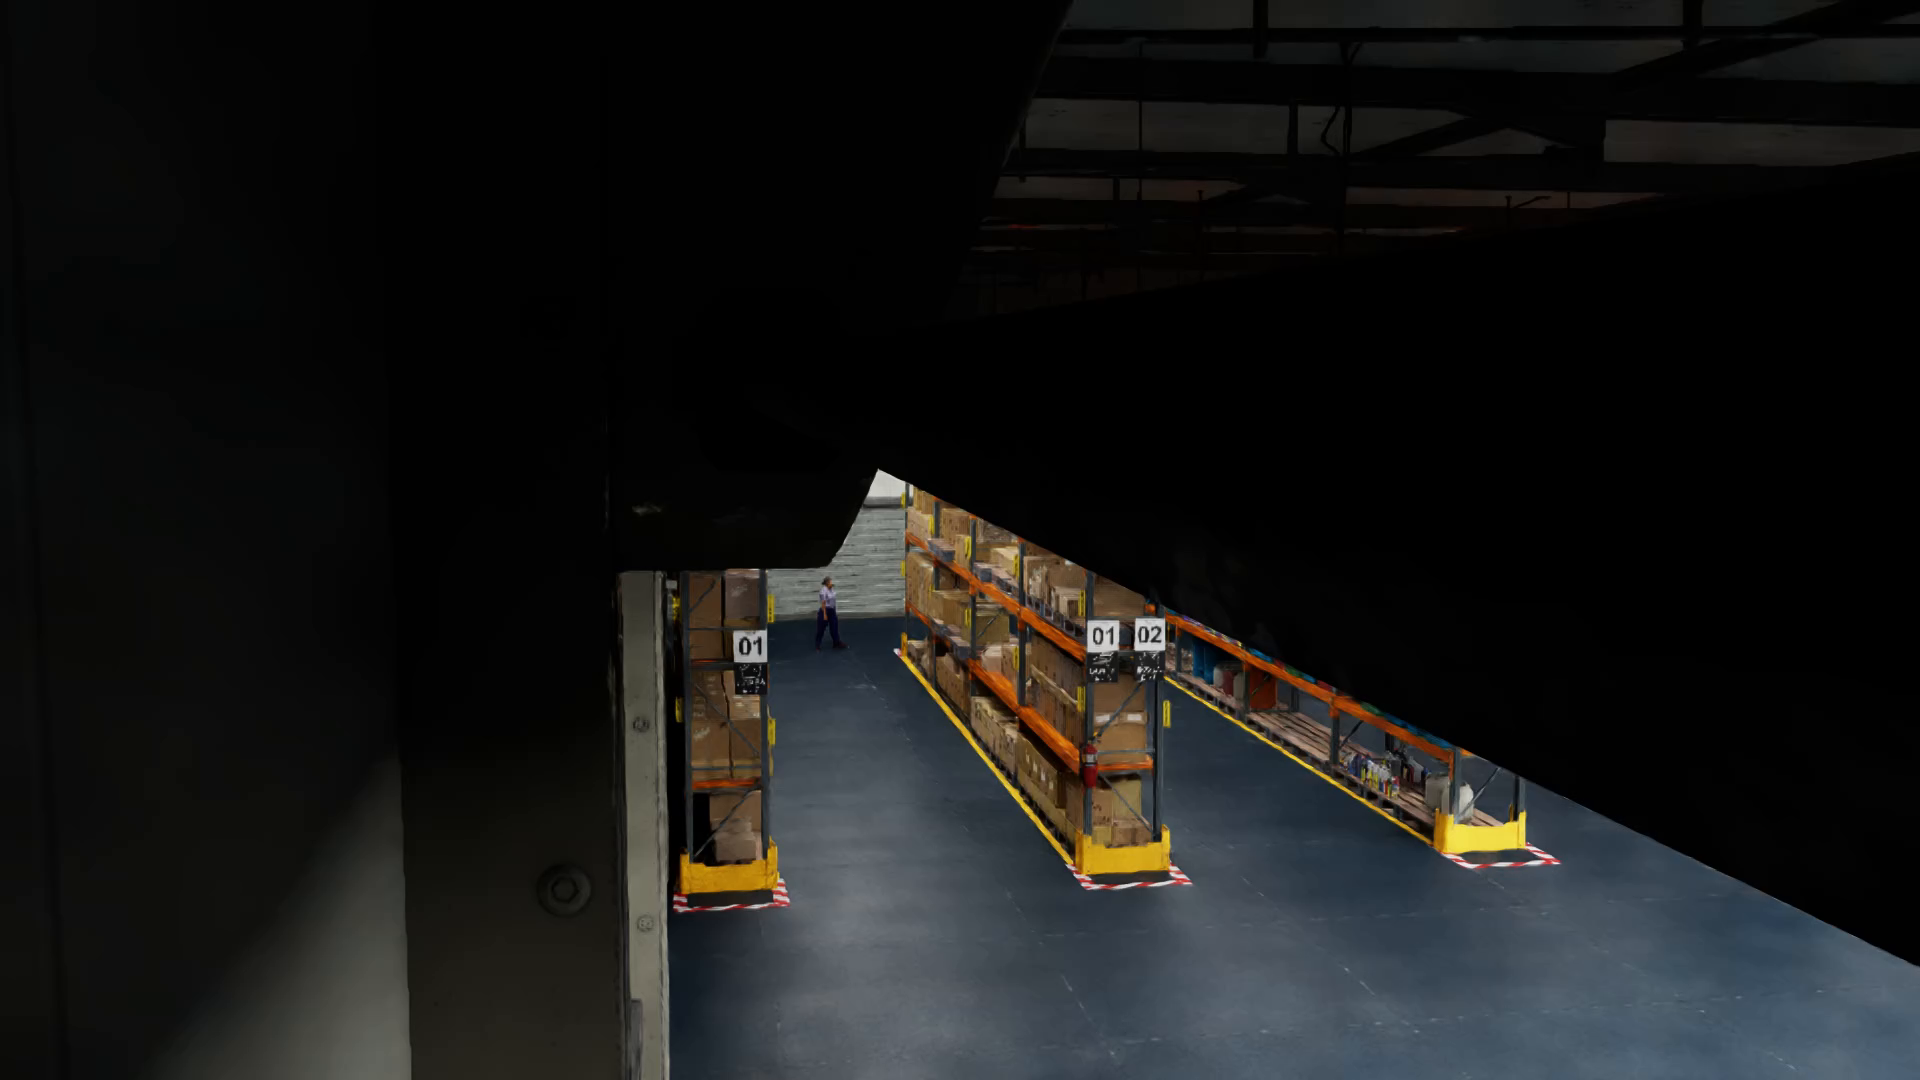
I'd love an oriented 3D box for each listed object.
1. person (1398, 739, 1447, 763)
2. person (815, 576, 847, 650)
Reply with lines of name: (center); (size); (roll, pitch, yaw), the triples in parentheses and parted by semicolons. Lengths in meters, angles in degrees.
person: (7.441, 2.771, 26.660); (0.660, 1.600, 0.782); (-4, 7, -33)
person: (-2.951, 1.628, 37.423); (0.553, 1.635, 0.720); (3, 7, 25)
